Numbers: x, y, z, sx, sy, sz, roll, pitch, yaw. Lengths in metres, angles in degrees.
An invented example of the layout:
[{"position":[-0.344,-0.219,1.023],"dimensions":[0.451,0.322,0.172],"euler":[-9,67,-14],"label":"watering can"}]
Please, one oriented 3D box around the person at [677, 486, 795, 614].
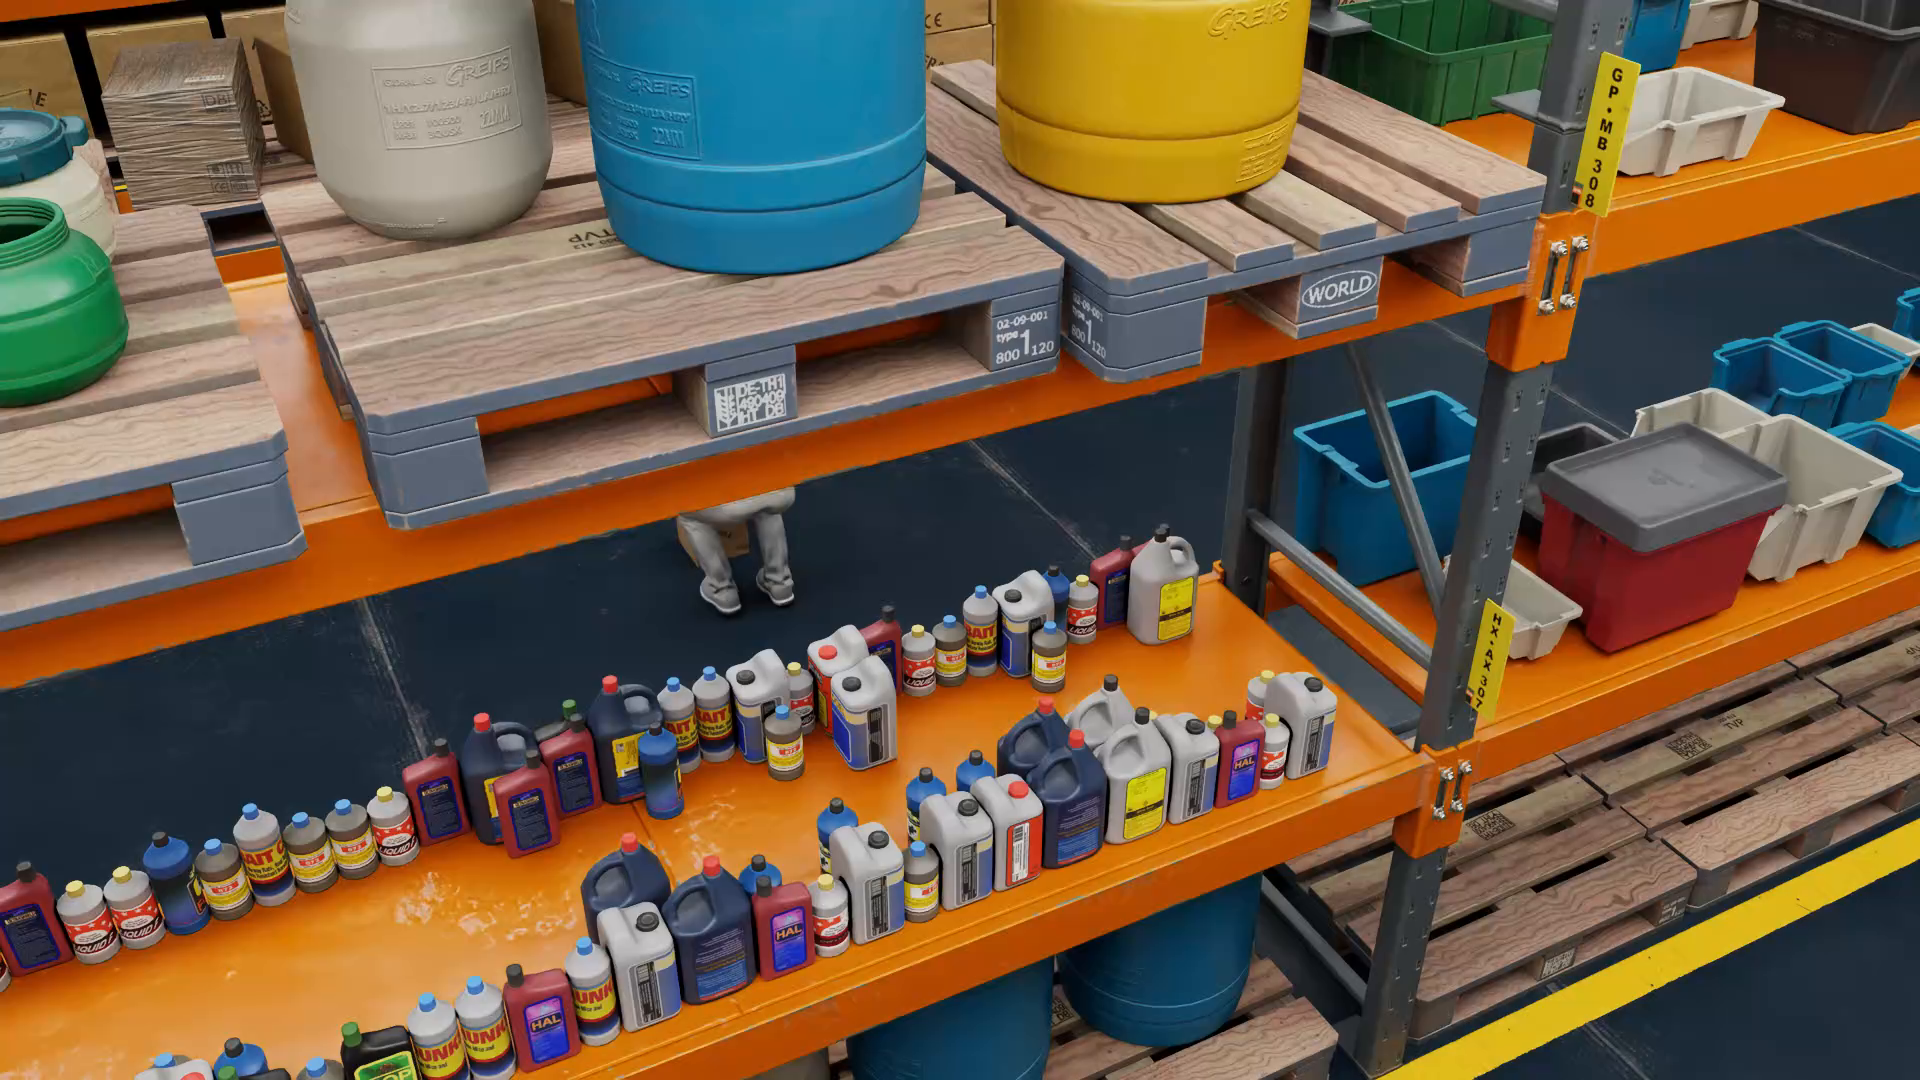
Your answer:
[{"position":[-0.994,-0.290,6.980],"dimensions":[0.529,1.235,0.776],"euler":[-16,37,-23],"label":"person"}]
